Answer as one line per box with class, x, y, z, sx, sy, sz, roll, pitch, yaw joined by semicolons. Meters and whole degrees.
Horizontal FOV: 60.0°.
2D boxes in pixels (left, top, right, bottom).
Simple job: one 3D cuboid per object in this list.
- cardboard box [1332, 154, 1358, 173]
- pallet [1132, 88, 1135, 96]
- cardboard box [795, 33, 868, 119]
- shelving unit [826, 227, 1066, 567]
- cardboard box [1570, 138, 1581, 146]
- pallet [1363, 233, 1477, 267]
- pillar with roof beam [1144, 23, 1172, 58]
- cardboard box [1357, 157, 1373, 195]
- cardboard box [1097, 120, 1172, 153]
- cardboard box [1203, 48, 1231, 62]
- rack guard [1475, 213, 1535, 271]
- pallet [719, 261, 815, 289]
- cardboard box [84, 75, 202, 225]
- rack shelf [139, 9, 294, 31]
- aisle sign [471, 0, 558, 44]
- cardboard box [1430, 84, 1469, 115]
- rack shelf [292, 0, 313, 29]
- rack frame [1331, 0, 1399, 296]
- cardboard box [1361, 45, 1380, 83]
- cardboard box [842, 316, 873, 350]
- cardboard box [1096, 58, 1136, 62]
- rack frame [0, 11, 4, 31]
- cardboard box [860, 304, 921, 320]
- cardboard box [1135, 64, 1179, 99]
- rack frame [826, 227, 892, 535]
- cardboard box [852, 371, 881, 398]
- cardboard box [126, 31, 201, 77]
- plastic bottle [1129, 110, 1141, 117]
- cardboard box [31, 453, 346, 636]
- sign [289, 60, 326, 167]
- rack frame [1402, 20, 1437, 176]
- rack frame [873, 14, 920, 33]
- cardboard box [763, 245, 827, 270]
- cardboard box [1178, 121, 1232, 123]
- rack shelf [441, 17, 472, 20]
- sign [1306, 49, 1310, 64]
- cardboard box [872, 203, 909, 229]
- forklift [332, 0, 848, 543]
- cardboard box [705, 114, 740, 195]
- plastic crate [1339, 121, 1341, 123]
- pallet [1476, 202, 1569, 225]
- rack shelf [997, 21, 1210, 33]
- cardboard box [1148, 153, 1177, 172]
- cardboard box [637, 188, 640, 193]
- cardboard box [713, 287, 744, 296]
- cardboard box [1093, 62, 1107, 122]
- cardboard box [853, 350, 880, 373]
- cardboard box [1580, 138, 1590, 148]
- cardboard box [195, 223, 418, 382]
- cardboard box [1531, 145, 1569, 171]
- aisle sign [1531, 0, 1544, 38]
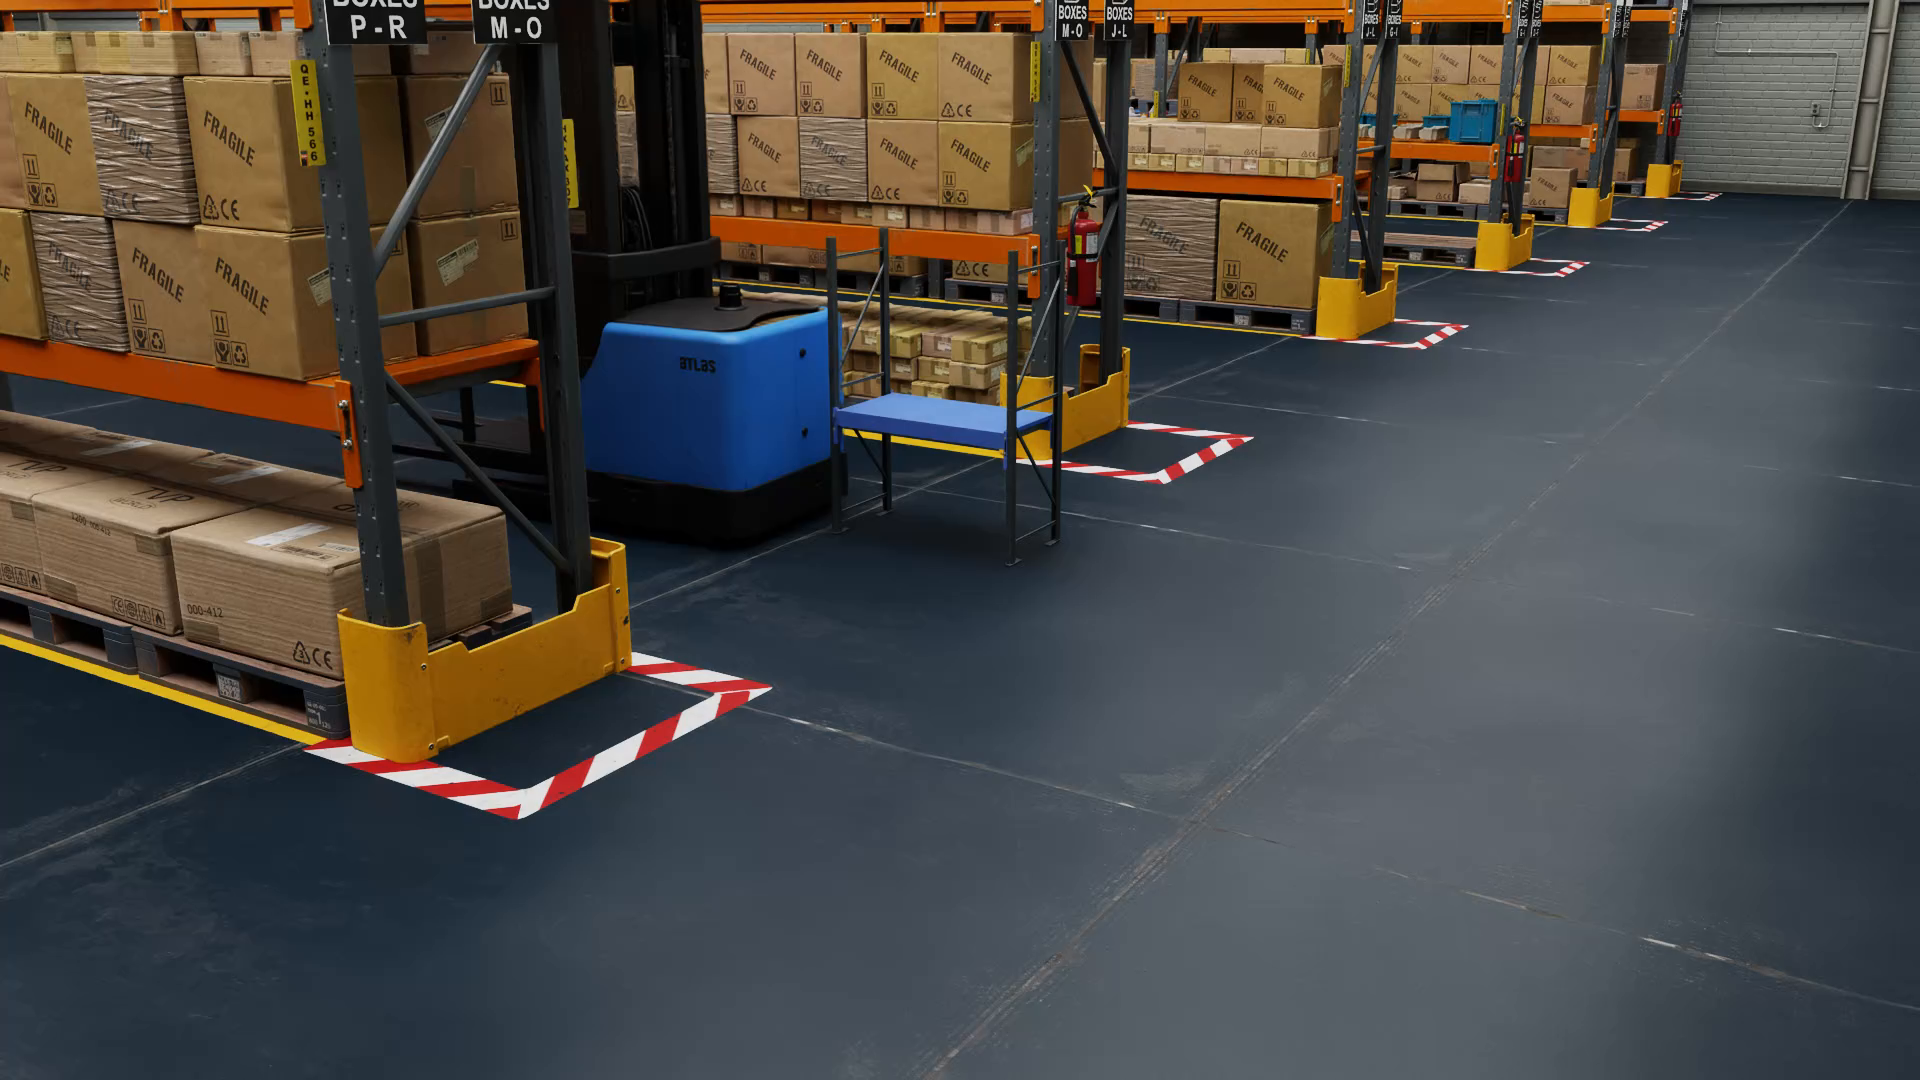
cardboard box;3.284;-3.290;14.485;0.250;0.149;0.380;10;20;31
pallet;3.710;-8.162;30.421;1.003;0.211;1.213;10;20;30
cardboard box;-0.668;-2.892;10.338;0.500;0.500;0.500;11;20;33
shelving unit;-0.073;-0.731;8.206;1.048;1.500;0.538;10;20;30
cardboard box;10.108;-6.498;27.073;0.250;0.149;0.380;10;20;31
pallet;5.323;-3.302;18.890;1.213;0.211;1.003;10;20;30
pillar with roof beam;1.465;-10.388;27.098;0.400;9.000;9.100;10;20;30
cardboard box;5.827;-5.334;24.325;0.500;0.500;0.500;10;20;30
cardboard box;1.550;-3.586;14.773;0.500;0.250;0.500;10;20;30
cardboard box;4.650;-8.593;29.502;0.500;0.250;0.500;11;20;31
rack guard;6.033;-3.305;18.402;0.348;0.500;1.175;10;20;30
pallet;-1.736;-2.833;17.345;1.213;0.211;1.003;10;20;30
cardboard box;-2.769;-1.433;6.047;0.500;0.500;0.500;10;20;30
rack shelf;-8.516;-6.495;20.680;4.000;0.370;1.077;10;20;30
aisle sign;-1.560;-2.125;5.744;0.004;0.787;0.394;10;20;30
cardboard box;6.782;-6.008;22.828;0.500;0.500;0.500;10;19;29
rack shelf;-3.477;-2.216;6.591;4.000;0.370;1.077;10;20;30
rack frame;3.414;-3.275;14.001;0.127;3.000;1.000;10;20;30
cardboard box;5.887;-6.643;23.196;0.500;0.500;0.500;9;19;28
cardboard box;-0.769;-1.344;10.802;0.250;0.149;0.380;11;20;32
cardboard box;2.894;-8.683;30.878;0.500;0.500;0.700;10;20;30
rack frame;-9.494;-3.887;16.017;0.127;3.000;1.000;10;20;30
cardboard box;-0.469;-1.491;11.288;0.250;0.149;0.380;11;20;32
cardboard box;3.059;-6.939;25.170;0.500;0.500;0.700;15;22;40
rack frame;-0.506;-0.808;8.460;0.032;1.500;0.500;10;20;30
cardboard box;-0.495;-1.037;10.817;0.250;0.149;0.380;10;20;31
cardboard box;-2.676;-1.713;5.852;0.250;0.149;0.380;10;20;30
plastic bottle;2.092;-5.030;19.994;0.135;0.276;0.152;10;20;30
cardboard box;-3.172;-0.008;6.933;0.875;0.438;0.875;11;20;32
sign;-2.069;-1.356;5.283;0.005;0.325;0.100;10;20;30
rack frame;7.782;-7.564;28.120;0.127;3.000;1.000;10;20;30
rack frame;-0.811;-5.718;22.046;0.127;3.000;1.000;10;20;30
cardboard box;-1.313;-3.296;17.003;0.875;0.875;1.225;9;19;28
cardboard box;2.273;-3.640;14.950;0.500;0.250;0.500;9;19;28
rack shelf;-5.924;-7.722;24.719;4.000;0.370;1.077;10;20;30
sign;4.905;-6.752;23.457;0.005;0.325;0.100;10;20;30
cardboard box;-0.338;-2.036;10.354;0.250;0.149;0.380;11;20;32
forklift;-2.145;-1.672;8.844;3.031;2.935;1.130;9;19;27
cardboard box;-1.551;-2.564;10.976;0.500;0.500;0.500;10;19;29
plastic crate;4.238;-4.822;19.445;0.466;0.136;0.293;10;20;30
pallet;7.857;-4.526;22.918;1.213;0.211;1.003;10;20;30
rack shelf;2.669;-9.567;30.793;4.000;0.370;1.077;10;20;30
cardboard box;1.845;-3.322;14.587;0.250;0.149;0.380;10;20;30
cardboard box;-2.093;-2.377;11.479;0.250;0.149;0.380;9;19;28
cardboard box;-1.783;-1.737;12.097;0.250;0.149;0.380;10;20;30
cardboard box;1.141;-4.022;14.916;0.500;0.500;0.500;9;19;28
cardboard box;-0.486;-1.196;10.827;0.250;0.149;0.380;10;19;29
cardboard box;10.119;-6.365;26.637;0.250;0.149;0.380;11;20;32
cardboard box;-2.322;-0.876;5.933;0.500;0.500;0.500;10;20;30
cardboard box;9.686;-6.194;27.190;0.500;0.500;0.700;9;19;28
aisle sign;6.222;-5.808;17.868;0.004;0.787;0.394;10;20;30
